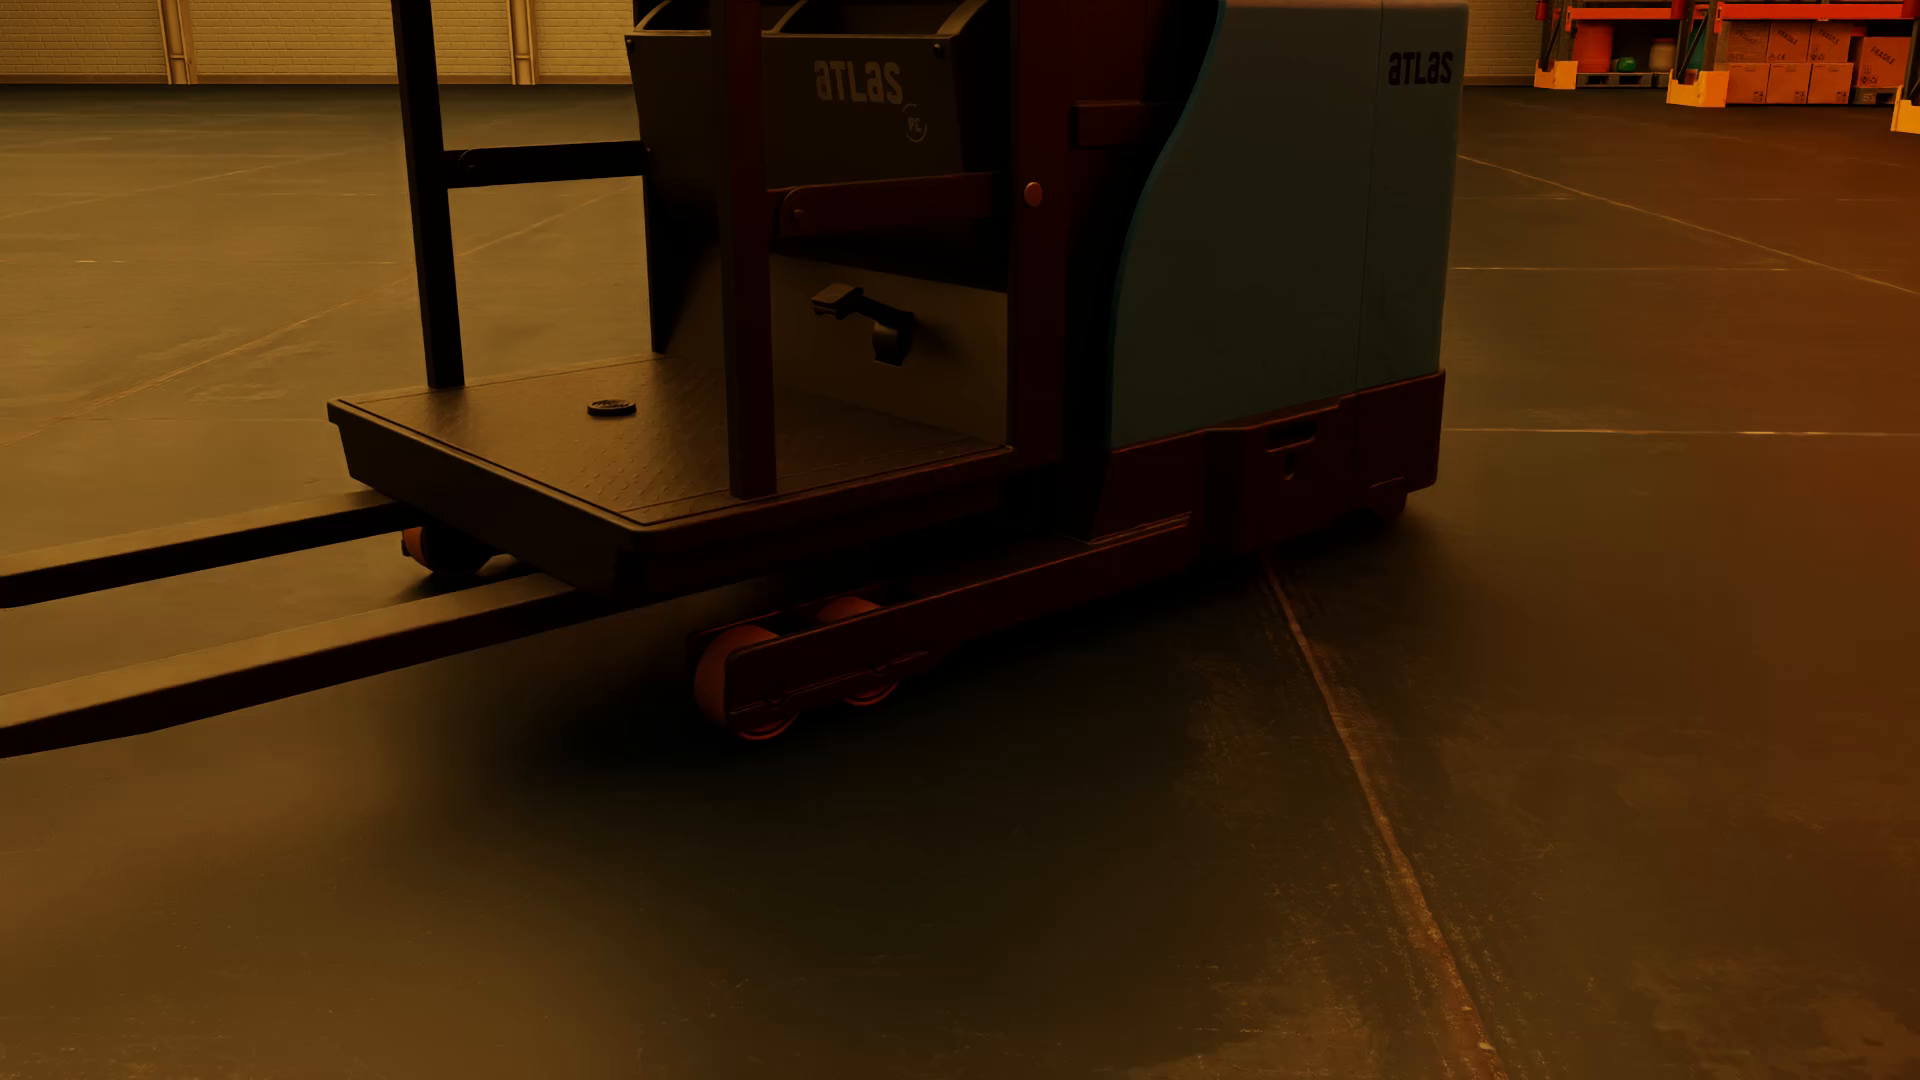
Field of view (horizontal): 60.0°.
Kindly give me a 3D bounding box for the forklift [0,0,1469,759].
[{"bbox_3d":[-0.423,-1.281,2.556,3.031,2.935,1.130,-15,23,-39],"label":"forklift"}]
